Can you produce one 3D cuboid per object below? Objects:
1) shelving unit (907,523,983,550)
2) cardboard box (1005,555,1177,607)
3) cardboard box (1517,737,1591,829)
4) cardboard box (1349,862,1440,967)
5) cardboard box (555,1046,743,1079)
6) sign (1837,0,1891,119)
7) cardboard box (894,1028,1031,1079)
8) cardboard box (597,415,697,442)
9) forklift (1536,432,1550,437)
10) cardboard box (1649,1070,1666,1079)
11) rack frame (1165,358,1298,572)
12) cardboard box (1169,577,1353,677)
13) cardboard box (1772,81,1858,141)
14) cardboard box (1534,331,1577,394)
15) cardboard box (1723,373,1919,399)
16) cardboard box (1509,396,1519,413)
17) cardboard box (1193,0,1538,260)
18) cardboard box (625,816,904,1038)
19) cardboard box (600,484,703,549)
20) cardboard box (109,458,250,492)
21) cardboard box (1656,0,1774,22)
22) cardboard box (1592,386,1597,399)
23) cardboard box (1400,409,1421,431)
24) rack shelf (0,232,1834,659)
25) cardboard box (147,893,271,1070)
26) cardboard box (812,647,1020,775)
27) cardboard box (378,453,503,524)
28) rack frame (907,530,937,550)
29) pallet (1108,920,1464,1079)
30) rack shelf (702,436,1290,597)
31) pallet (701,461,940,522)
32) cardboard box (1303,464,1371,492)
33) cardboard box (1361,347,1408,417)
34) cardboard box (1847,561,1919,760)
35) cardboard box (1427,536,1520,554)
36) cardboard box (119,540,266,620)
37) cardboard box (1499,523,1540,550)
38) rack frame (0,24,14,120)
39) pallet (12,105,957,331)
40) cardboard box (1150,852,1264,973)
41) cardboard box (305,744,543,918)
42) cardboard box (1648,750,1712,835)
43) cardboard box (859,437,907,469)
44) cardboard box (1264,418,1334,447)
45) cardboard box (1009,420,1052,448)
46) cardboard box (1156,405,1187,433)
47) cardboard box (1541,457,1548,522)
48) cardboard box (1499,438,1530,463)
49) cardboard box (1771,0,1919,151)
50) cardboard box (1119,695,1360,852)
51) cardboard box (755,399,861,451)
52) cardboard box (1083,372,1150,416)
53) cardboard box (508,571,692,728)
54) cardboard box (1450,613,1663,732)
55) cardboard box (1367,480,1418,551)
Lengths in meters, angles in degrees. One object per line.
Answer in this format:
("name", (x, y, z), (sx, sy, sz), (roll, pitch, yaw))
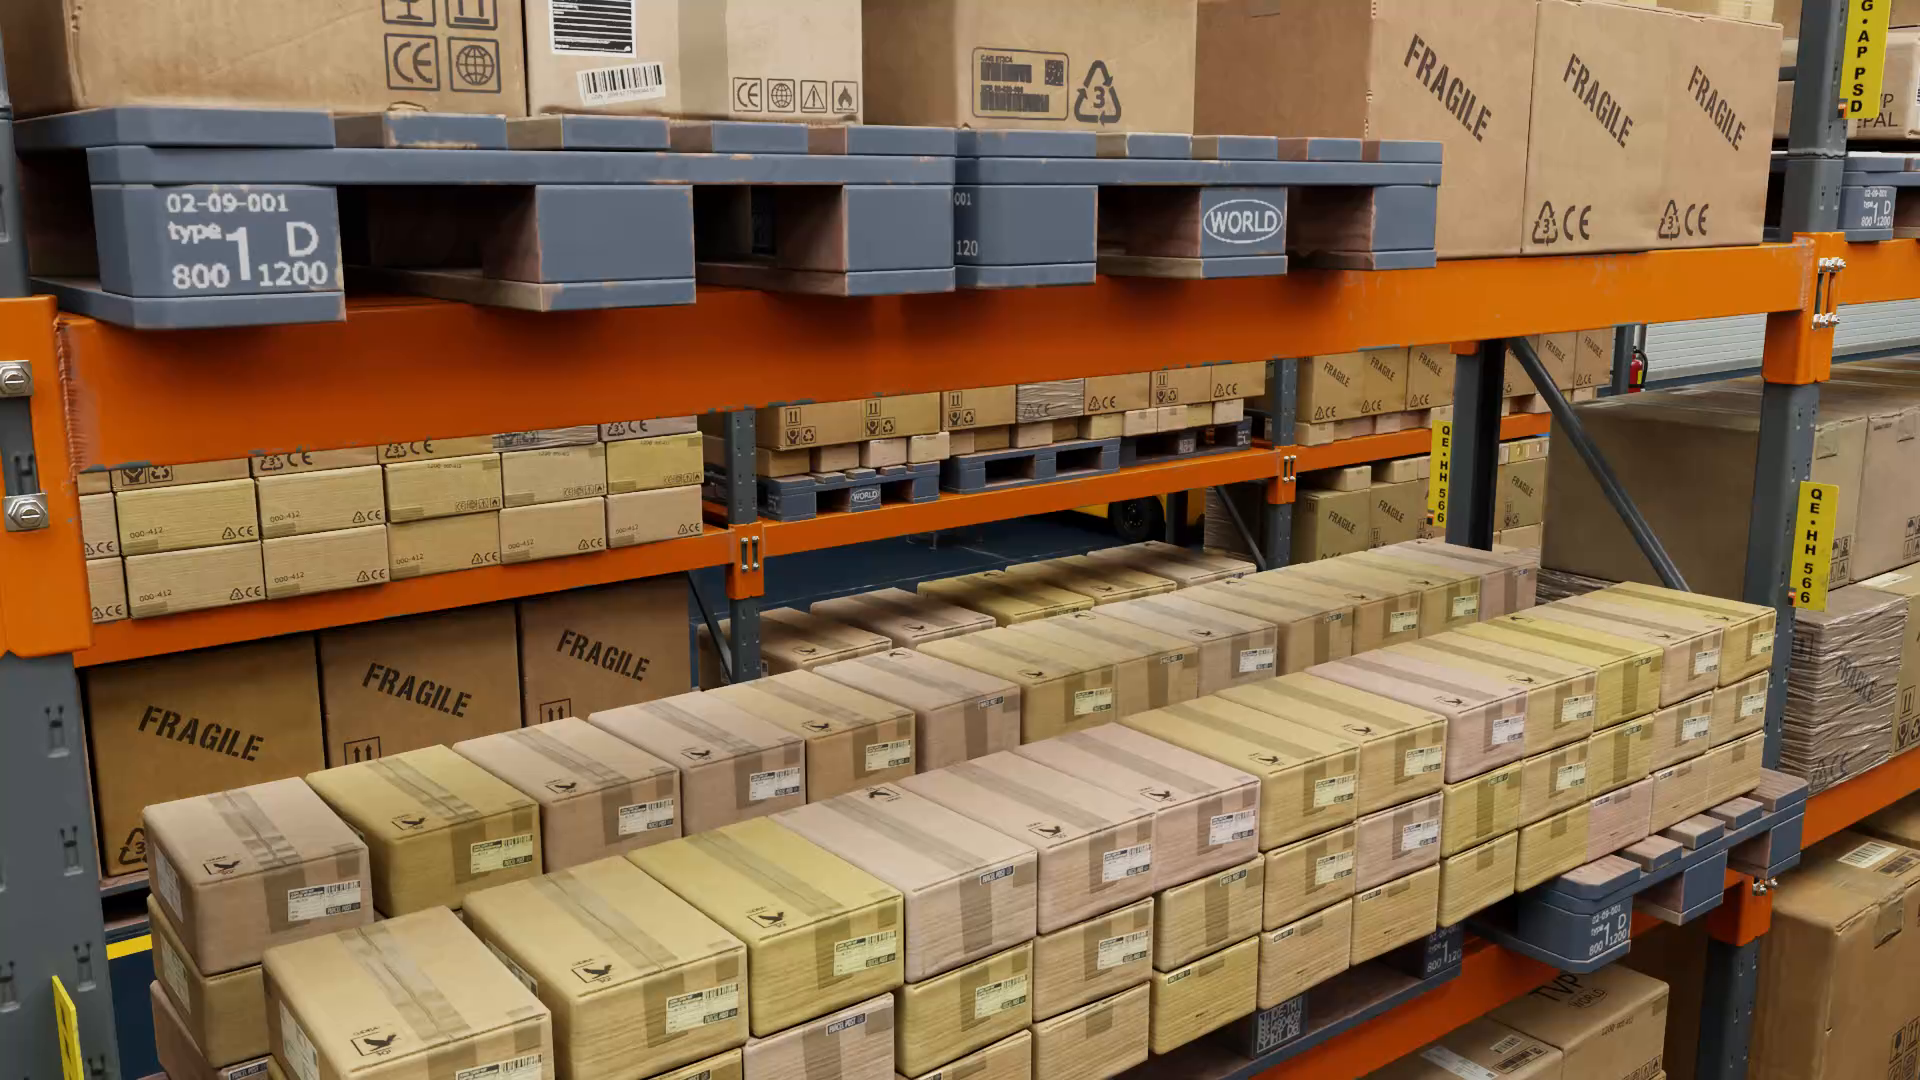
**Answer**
("shelving unit", (-0.129, -1.006, 13.810), (0.503, 2.100, 0.431), (-9, 15, -38))
("cardboard box", (0.806, 0.391, 10.381), (0.625, 0.372, 0.950), (-8, 15, -34))
("cardboard box", (1.112, 0.469, 3.575), (0.250, 0.149, 0.380), (-9, 15, -38))
("cardboard box", (0.718, 0.679, 3.303), (0.250, 0.149, 0.380), (-9, 15, -36))
("cardboard box", (-0.507, 0.738, 2.309), (0.250, 0.149, 0.380), (-10, 15, -39))
("sign", (2.158, -1.174, 3.972), (0.005, 0.325, 0.100), (-9, 15, -38))
("cardboard box", (-0.101, 0.816, 2.657), (0.250, 0.149, 0.380), (-9, 15, -37))
("cardboard box", (-1.591, -0.761, 7.842), (0.500, 0.500, 0.500), (-10, 16, -39))
("forklift", (4.203, -1.789, 15.497), (3.031, 2.935, 1.130), (10, 16, 40))
("cardboard box", (1.470, 1.603, 4.367), (0.500, 0.500, 0.500), (-10, 15, -38))
("rack frame", (1.773, -0.851, 10.916), (0.127, 3.000, 1.000), (-9, 15, -38))
("cardboard box", (0.729, 0.213, 4.065), (0.250, 0.149, 0.380), (-10, 16, -40))
("cardboard box", (2.181, -1.159, 4.495), (0.250, 0.149, 0.380), (-10, 16, -40))
("cardboard box", (4.251, -1.385, 12.475), (0.500, 0.500, 0.500), (-9, 15, -38))
("cardboard box", (2.971, -0.270, 5.530), (0.500, 0.500, 0.700), (-10, 15, -39))
("cardboard box", (3.926, -1.035, 12.385), (0.250, 0.149, 0.380), (-9, 15, -37))
("cardboard box", (0.758, -0.812, 3.270), (0.500, 0.500, 0.500), (-9, 15, -38))
("cardboard box", (-0.292, 0.556, 2.448), (0.250, 0.149, 0.380), (-9, 15, -37))
("cardboard box", (-1.583, -0.151, 7.980), (0.500, 0.250, 0.500), (-10, 16, -40))
("cardboard box", (-3.178, -0.497, 6.599), (0.500, 0.500, 0.500), (-10, 16, -39))
("cardboard box", (1.667, -1.339, 3.906), (0.258, 0.266, 0.396), (-9, 15, -38))
("cardboard box", (4.738, -1.164, 12.995), (0.250, 0.149, 0.380), (-9, 15, -36))
("cardboard box", (2.976, -0.864, 11.581), (0.250, 0.149, 0.380), (-10, 15, -38))
("rack shelf", (0.259, -0.398, 3.294), (4.000, 0.370, 1.077), (-9, 15, -38))
("cardboard box", (-1.115, 0.665, 2.654), (0.250, 0.149, 0.380), (-9, 15, -36))
("cardboard box", (-0.093, 0.350, 3.419), (0.250, 0.149, 0.380), (-10, 16, -40))
("cardboard box", (-2.355, -0.263, 7.301), (0.500, 0.250, 0.500), (-10, 16, -39))
("rack frame", (-0.320, -0.974, 13.660), (0.015, 2.100, 0.400), (-9, 15, -38))
("pallet", (0.300, 0.815, 3.532), (1.213, 0.211, 1.003), (-9, 15, -38))
("rack shelf", (0.211, -0.240, 9.769), (4.000, 0.370, 1.077), (-9, 15, -38))
("pallet", (-0.861, -0.348, 9.009), (1.003, 0.211, 1.213), (-9, 15, -38))
("cardboard box", (2.537, -0.435, 11.198), (0.250, 0.149, 0.380), (-9, 15, -37))
("cardboard box", (2.668, -1.127, 11.255), (0.500, 0.500, 0.500), (-10, 15, -38))
("cardboard box", (2.735, 0.328, 5.123), (0.500, 0.500, 0.500), (-10, 15, -38))
("cardboard box", (2.908, 0.286, 9.756), (0.500, 0.500, 0.500), (-9, 15, -38))
("cardboard box", (-3.152, 0.115, 6.729), (0.500, 0.250, 0.500), (-10, 15, -38))
("cardboard box", (4.024, -0.016, 12.593), (0.500, 0.250, 0.500), (-9, 15, -37))
("rack frame", (-1.303, -1.958, 1.685), (0.127, 3.000, 1.000), (-9, 15, -38))
("pallet", (-0.754, -0.462, 2.312), (1.003, 0.211, 1.213), (-9, 15, -38))
("cardboard box", (0.314, 0.601, 2.955), (0.250, 0.149, 0.380), (-10, 15, -39))
("cardboard box", (-0.902, 0.484, 2.788), (0.250, 0.149, 0.380), (-10, 16, -39))
("cardboard box", (1.528, 0.545, 3.932), (0.250, 0.149, 0.380), (-9, 15, -38))
("cardboard box", (-0.496, -0.486, 8.790), (0.250, 0.149, 0.380), (-11, 16, -41))
("cardboard box", (2.219, -0.717, 10.890), (0.250, 0.149, 0.380), (-10, 15, -38))
("cardboard box", (0.312, -0.629, 9.462), (0.250, 0.149, 0.380), (-9, 15, -36))
("cardboard box", (1.148, -0.752, 10.041), (0.250, 0.149, 0.380), (-10, 15, -39))
("cardboard box", (4.434, -0.451, 12.836), (0.500, 0.500, 0.500), (-9, 15, -37))
("cardboard box", (3.991, -0.678, 12.342), (0.250, 0.149, 0.380), (-9, 15, -37))
("cardboard box", (3.003, -1.584, 5.653), (0.500, 0.500, 0.500), (-9, 15, -38))
("cardboard box", (0.509, 0.423, 3.077), (0.250, 0.149, 0.380), (-9, 15, -36))
("cardboard box", (-0.855, -0.753, 8.485), (0.500, 0.500, 0.500), (-10, 16, -39))
("cardboard box", (0.762, -1.023, 9.759), (0.500, 0.500, 0.500), (-9, 15, -36))
("cardboard box", (-1.942, 0.578, 8.290), (0.875, 0.875, 0.875), (-10, 15, -38))
("cardboard box", (1.322, 0.288, 3.712), (0.250, 0.149, 0.380), (-9, 15, -36))
("cardboard box", (2.813, -0.183, 11.571), (0.500, 0.500, 0.500), (-9, 15, -35))
